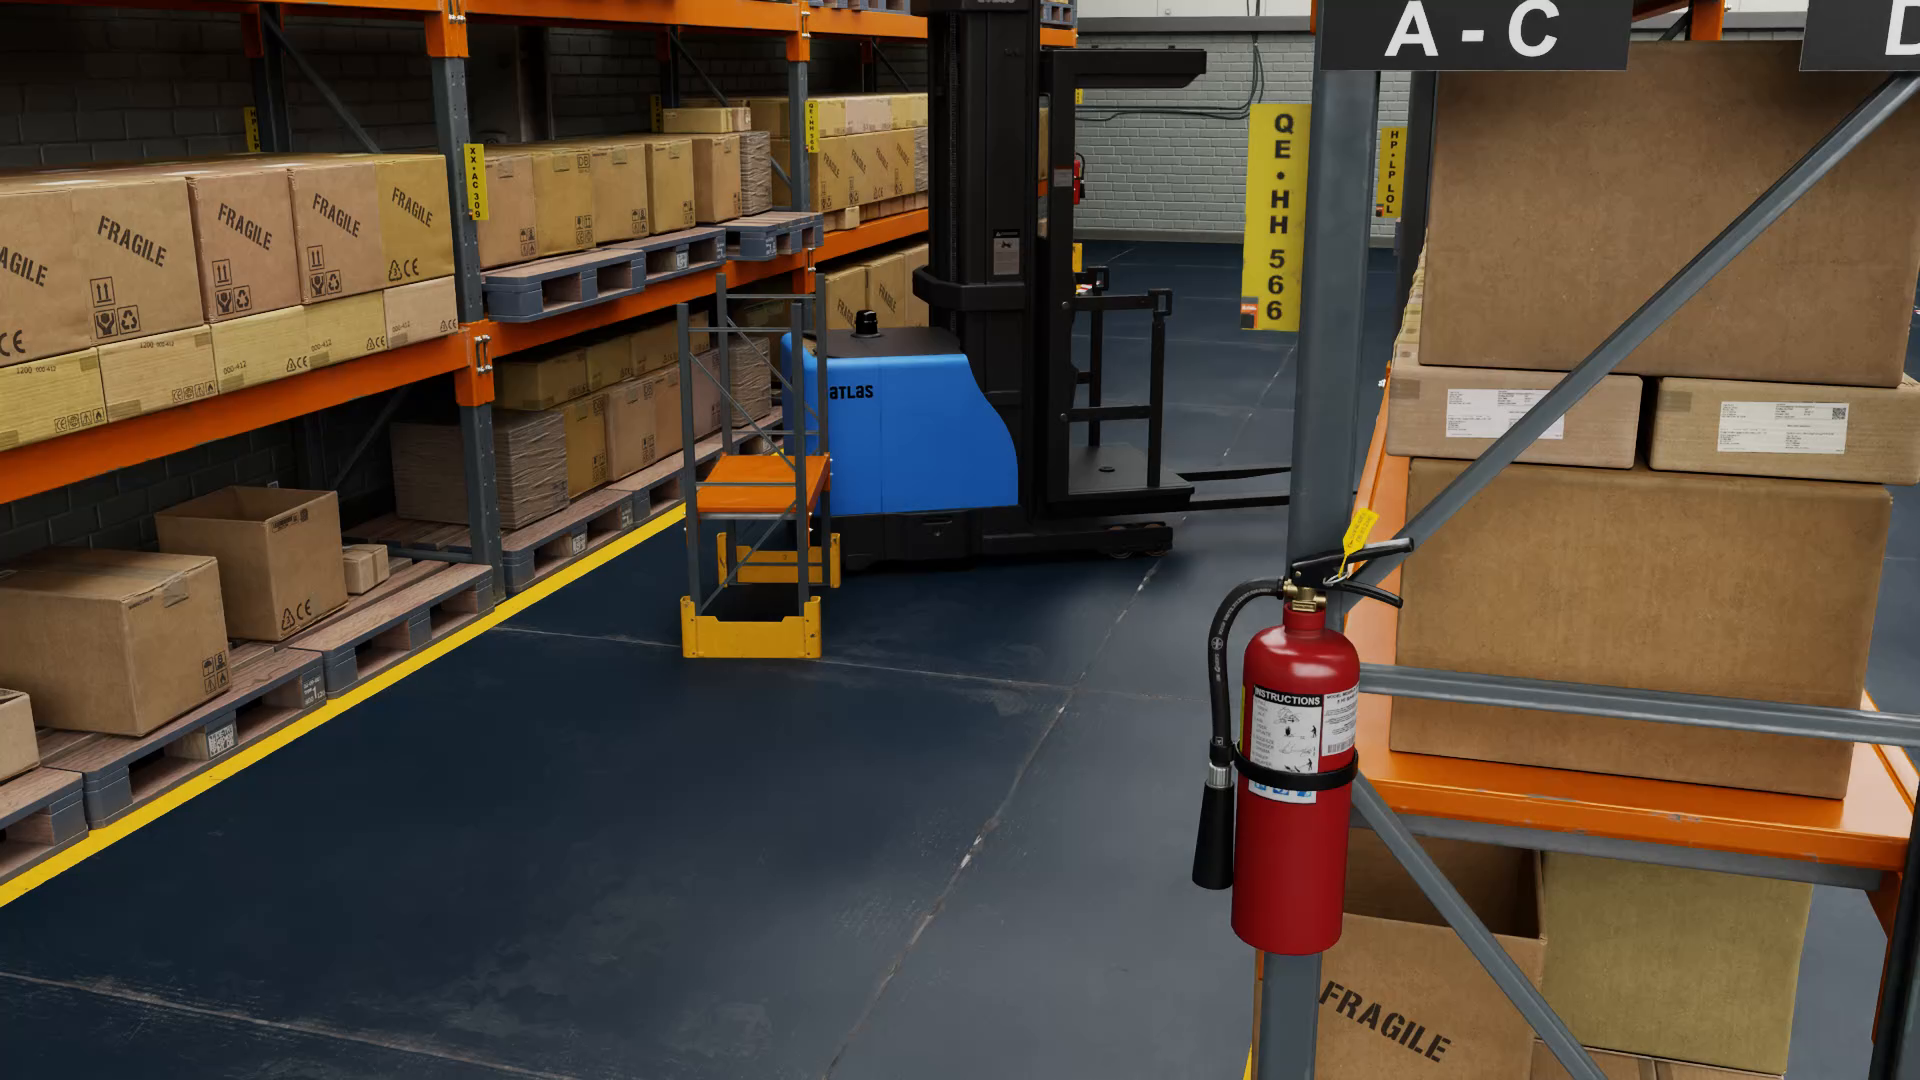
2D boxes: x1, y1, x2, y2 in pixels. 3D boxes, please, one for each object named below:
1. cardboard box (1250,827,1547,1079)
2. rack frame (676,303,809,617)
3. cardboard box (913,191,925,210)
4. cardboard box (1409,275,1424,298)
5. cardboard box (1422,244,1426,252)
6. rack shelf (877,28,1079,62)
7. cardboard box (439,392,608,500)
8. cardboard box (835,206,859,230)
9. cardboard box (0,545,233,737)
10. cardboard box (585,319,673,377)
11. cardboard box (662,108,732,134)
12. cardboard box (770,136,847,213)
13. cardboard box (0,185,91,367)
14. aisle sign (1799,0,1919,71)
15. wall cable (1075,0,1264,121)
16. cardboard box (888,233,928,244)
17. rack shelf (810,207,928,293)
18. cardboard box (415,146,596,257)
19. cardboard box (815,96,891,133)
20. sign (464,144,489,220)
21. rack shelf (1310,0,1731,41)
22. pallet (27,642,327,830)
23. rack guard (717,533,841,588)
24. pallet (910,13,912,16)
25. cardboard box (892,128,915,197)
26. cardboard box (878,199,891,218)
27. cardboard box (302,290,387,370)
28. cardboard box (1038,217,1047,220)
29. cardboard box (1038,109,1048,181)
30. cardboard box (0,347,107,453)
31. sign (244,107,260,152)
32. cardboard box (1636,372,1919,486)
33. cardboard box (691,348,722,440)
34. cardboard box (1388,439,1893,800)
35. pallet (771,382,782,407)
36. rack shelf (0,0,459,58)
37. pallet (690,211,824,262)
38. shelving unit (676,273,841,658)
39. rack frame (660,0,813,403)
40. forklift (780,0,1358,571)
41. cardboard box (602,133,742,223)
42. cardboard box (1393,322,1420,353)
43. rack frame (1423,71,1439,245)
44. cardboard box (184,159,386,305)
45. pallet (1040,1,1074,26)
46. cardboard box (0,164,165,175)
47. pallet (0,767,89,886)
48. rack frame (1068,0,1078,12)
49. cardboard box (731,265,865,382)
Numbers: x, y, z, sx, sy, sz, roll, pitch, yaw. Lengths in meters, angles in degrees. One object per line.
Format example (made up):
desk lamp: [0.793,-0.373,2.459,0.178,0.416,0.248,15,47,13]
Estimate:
cardboard box: [0.850,0.845,3.248,0.500,0.500,0.500,5,16,16]
rack frame: [-0.886,-0.226,6.879,0.500,1.500,0.032,0,16,1]
cardboard box: [-0.500,-2.788,13.585,0.380,0.149,0.250,5,16,16]
cardboard box: [1.202,-0.496,3.710,0.380,0.149,0.250,5,17,18]
cardboard box: [1.421,-0.697,4.419,0.380,0.149,0.250,4,16,15]
rack shelf: [0.211,-4.894,16.409,1.077,0.370,4.000,5,16,16]
cardboard box: [-2.339,-0.523,8.952,0.700,0.500,0.500,4,16,15]
cardboard box: [-0.942,-2.313,11.910,0.380,0.149,0.250,5,17,18]
cardboard box: [-3.066,0.345,5.891,0.700,0.500,0.500,4,16,12]
cardboard box: [-2.012,-1.126,9.702,0.500,0.250,0.500,5,16,16]
cardboard box: [-1.641,-2.622,10.397,0.380,0.149,0.250,2,16,7]
cardboard box: [-1.111,-2.536,11.507,0.500,0.500,0.500,5,17,18]
cardboard box: [-3.041,-0.798,5.009,0.500,0.500,0.500,4,16,14]
aisle sign: [1.258,-0.961,1.957,0.394,0.787,0.004,5,16,16]
wall cable: [2.729,-7.165,23.290,3.097,2.526,0.112,5,16,16]
cardboard box: [-0.417,-2.262,14.477,0.750,0.750,0.750,5,17,17]
rack shelf: [-0.926,-2.405,13.129,1.077,0.370,4.000,5,16,16]
cardboard box: [-2.288,-1.717,8.397,0.700,0.500,0.500,6,17,22]
cardboard box: [-0.828,-3.160,12.333,0.500,0.250,0.500,5,17,16]
sign: [-2.108,-1.558,7.237,0.100,0.325,0.005,5,16,16]
rack shelf: [1.551,-1.372,3.990,1.077,0.370,4.000,5,16,16]
pallet: [-3.133,0.659,6.119,1.003,0.211,1.213,5,16,16]
rack guard: [-0.873,0.098,8.027,0.587,0.250,0.087,0,16,1]
pallet: [-0.571,-4.381,13.633,0.805,0.209,1.217,4,16,14]
cardboard box: [-0.670,-2.939,12.928,0.500,0.500,0.500,5,17,17]
cardboard box: [-0.753,-2.587,12.876,0.380,0.149,0.250,5,17,16]
cardboard box: [-2.624,-0.842,6.537,0.500,0.250,0.500,5,17,16]
cardboard box: [0.815,-3.394,17.919,0.380,0.149,0.250,4,16,15]
cardboard box: [0.448,-4.140,17.377,0.980,0.700,0.700,4,16,15]
cardboard box: [-3.040,-0.445,5.139,0.500,0.250,0.500,4,16,15]
sign: [-3.164,-1.780,7.487,0.100,0.325,0.005,5,16,16]
cardboard box: [1.301,-0.198,2.657,0.380,0.149,0.250,5,16,15]
cardboard box: [-1.907,-0.919,10.346,0.700,0.500,0.500,5,16,16]
cardboard box: [1.128,0.079,2.870,0.700,0.500,0.500,5,16,16]
pallet: [-1.198,-1.087,12.273,1.003,0.211,1.213,5,16,16]
rack shelf: [-3.199,-1.755,5.341,1.077,0.370,4.000,5,16,16]
pallet: [-1.595,-1.941,10.526,1.213,0.211,1.003,5,16,16]
shelving unit: [-0.879,-0.368,7.377,0.587,1.500,1.083,0,16,1]
rack frame: [-1.494,-2.228,11.186,1.000,3.000,0.127,5,16,16]
forklift: [0.613,-1.450,8.569,3.031,2.935,1.130,-4,16,-13]
cardboard box: [-1.751,-2.215,10.153,0.700,0.500,0.500,3,16,11]
cardboard box: [0.982,-0.295,3.000,0.380,0.149,0.250,5,17,17]
rack frame: [3.256,-1.844,9.835,1.000,3.000,0.127,5,16,16]
cardboard box: [-2.605,-1.201,6.430,0.500,0.500,0.500,5,16,16]
pallet: [0.579,-5.526,17.481,1.003,0.211,1.213,5,16,16]
cardboard box: [-3.262,-1.108,6.101,0.500,0.500,0.500,5,17,17]
pallet: [-3.481,0.977,4.997,1.003,0.211,1.213,5,16,16]
rack frame: [0.779,-7.207,17.747,1.000,3.000,0.127,5,16,16]
cardboard box: [-1.159,-1.578,12.065,0.750,0.750,0.750,4,16,15]
